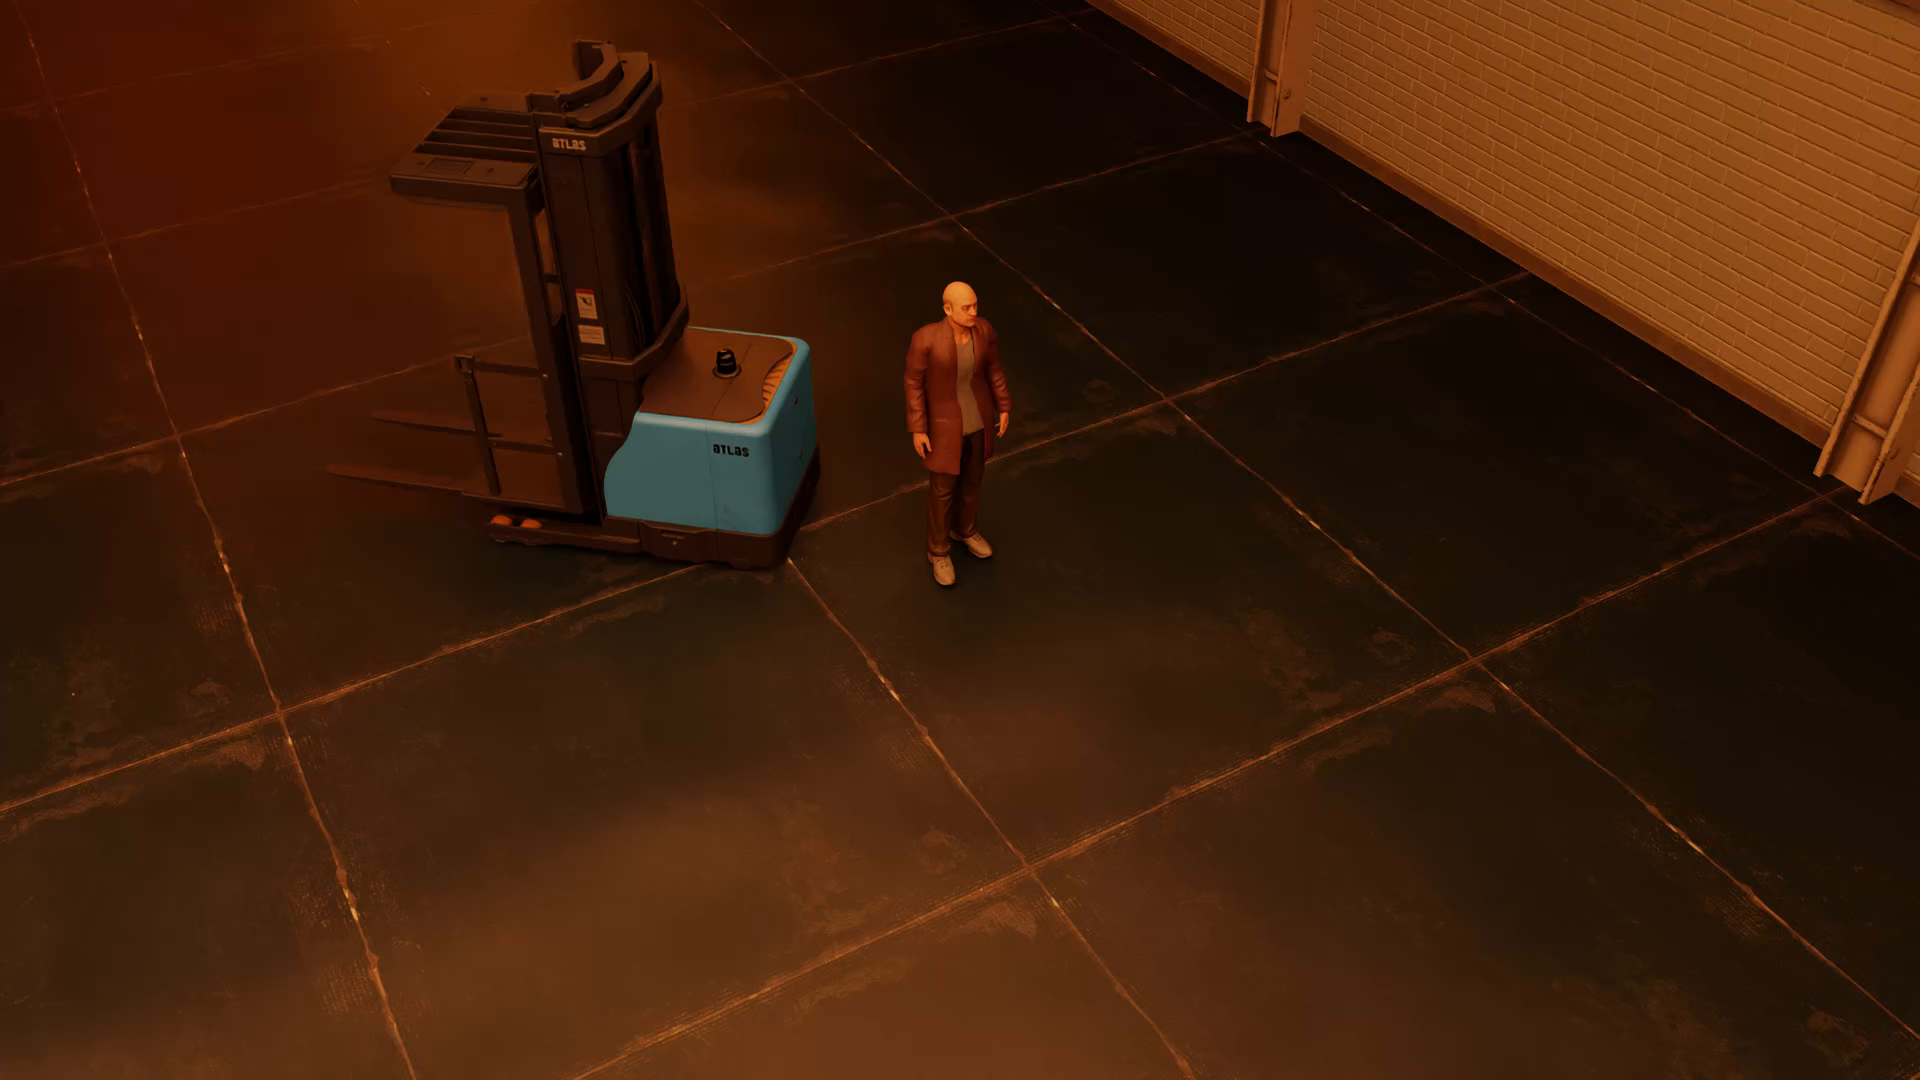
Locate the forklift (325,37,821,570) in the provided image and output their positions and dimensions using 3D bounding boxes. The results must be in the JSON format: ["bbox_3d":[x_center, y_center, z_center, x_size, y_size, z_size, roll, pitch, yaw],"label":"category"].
[{"bbox_3d":[-2.468,-1.413,9.740,3.031,2.935,1.130,7,40,9],"label":"forklift"}]

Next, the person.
[{"bbox_3d":[0.043,-0.638,9.697,0.698,1.778,0.579,-20,44,-23],"label":"person"}]
